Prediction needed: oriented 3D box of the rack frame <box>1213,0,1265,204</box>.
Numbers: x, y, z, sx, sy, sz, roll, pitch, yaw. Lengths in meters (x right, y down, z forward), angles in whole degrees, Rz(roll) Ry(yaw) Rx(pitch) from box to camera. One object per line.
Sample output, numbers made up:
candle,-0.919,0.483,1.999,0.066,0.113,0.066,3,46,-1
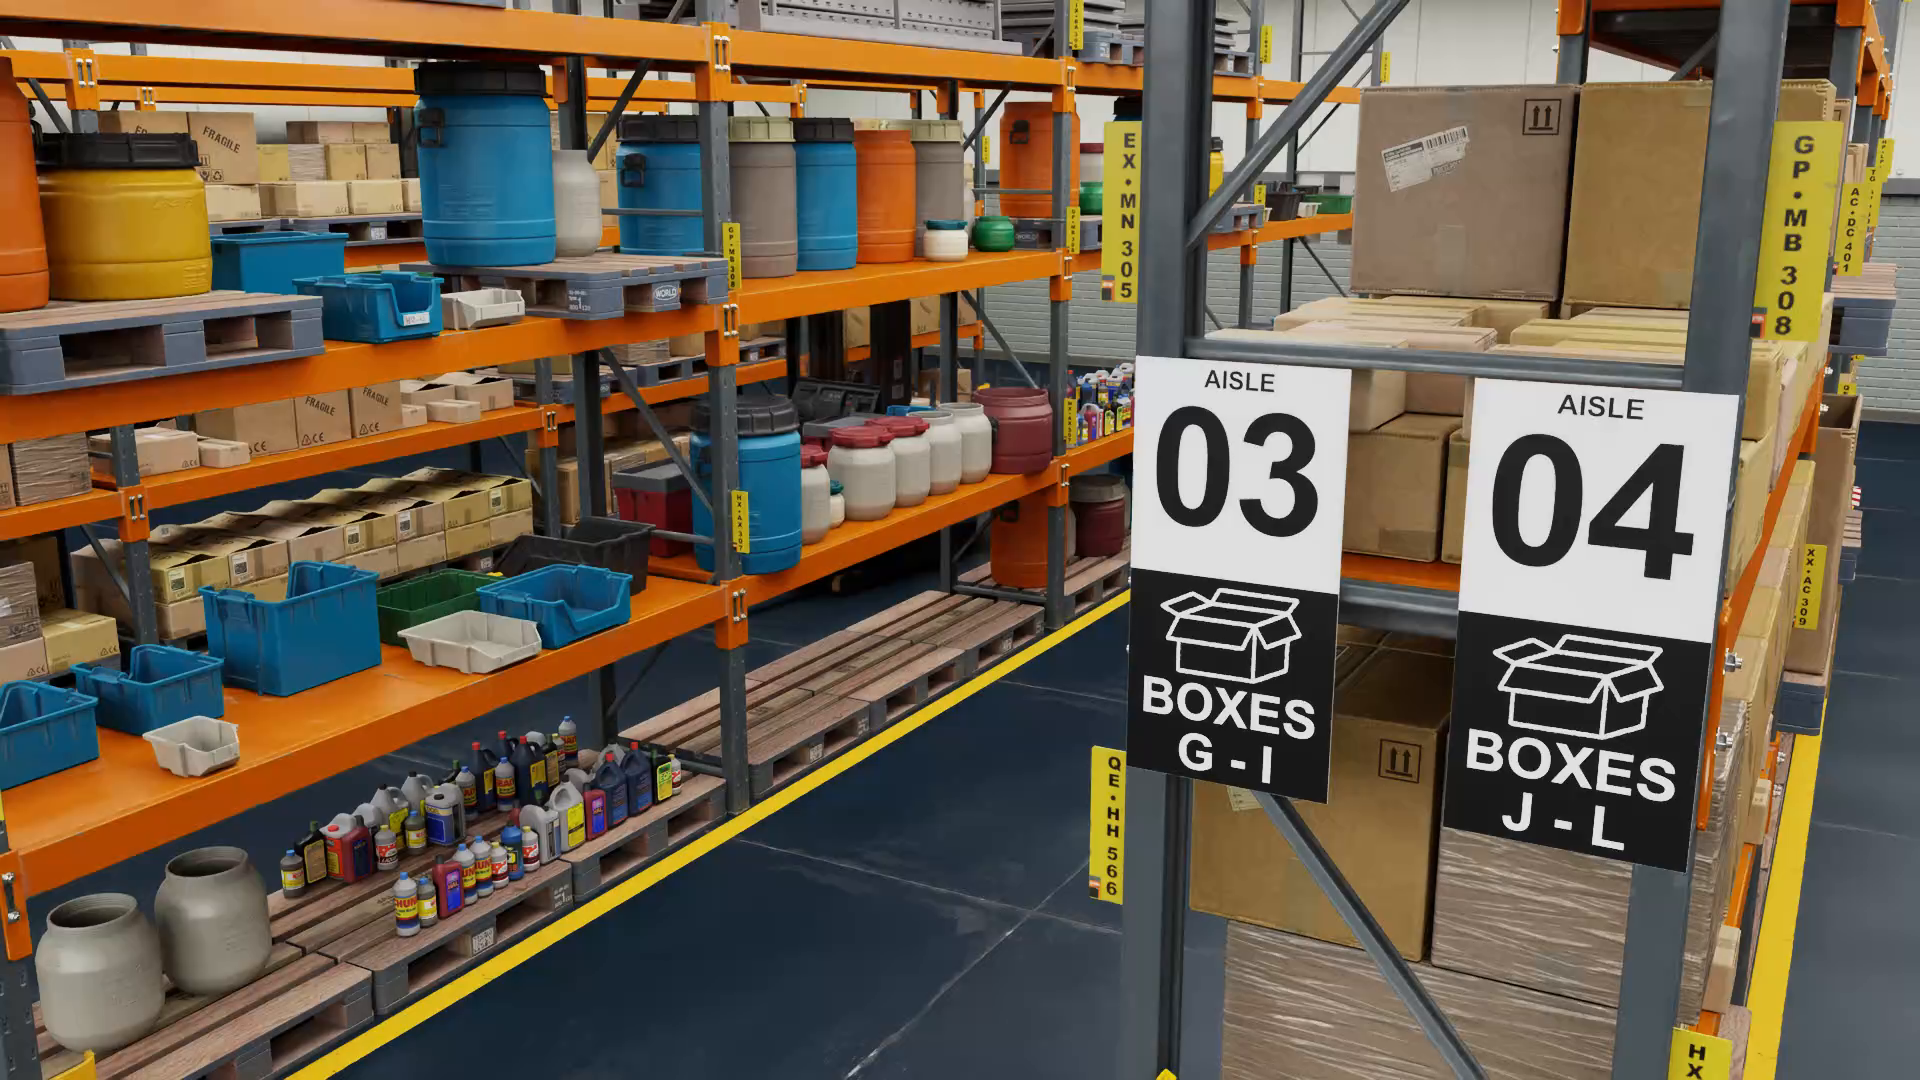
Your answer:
rack frame,2.249,-4.582,15.057,1.000,3.000,0.127,7,15,28

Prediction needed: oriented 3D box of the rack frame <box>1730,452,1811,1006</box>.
rack frame,2.717,0.537,6.624,1.000,3.000,0.127,7,15,28

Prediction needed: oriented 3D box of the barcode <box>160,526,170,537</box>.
barcode,-5.465,-0.057,11.433,0.001,0.075,0.075,7,15,28

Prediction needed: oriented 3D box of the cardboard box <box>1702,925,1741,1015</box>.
cardboard box,1.940,1.151,4.611,0.380,0.149,0.250,7,15,28

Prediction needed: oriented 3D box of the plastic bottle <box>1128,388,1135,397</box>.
plastic bottle,1.478,-1.122,13.767,0.152,0.276,0.135,7,15,28

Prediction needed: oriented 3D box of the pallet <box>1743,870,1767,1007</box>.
pallet,3.092,1.732,7.614,1.003,0.211,1.213,7,15,28

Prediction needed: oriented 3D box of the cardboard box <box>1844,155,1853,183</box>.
cardboard box,3.486,-1.455,7.367,0.797,0.503,0.637,8,16,30

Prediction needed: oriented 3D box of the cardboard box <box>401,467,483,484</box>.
cardboard box,-4.529,-0.473,14.587,0.500,0.311,0.500,8,16,30

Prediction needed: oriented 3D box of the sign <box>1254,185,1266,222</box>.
sign,2.730,-3.066,15.147,0.100,0.325,0.005,7,15,28

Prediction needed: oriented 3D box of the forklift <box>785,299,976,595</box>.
forklift,-1.166,-1.110,13.602,1.130,2.935,3.031,11,17,37

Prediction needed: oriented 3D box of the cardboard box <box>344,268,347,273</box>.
cardboard box,-7.173,-2.918,18.463,0.500,0.250,0.500,7,15,27

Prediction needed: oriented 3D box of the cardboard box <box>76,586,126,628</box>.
cardboard box,-6.006,0.428,12.045,0.500,0.250,0.500,7,15,27

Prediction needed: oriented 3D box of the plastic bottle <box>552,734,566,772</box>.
plastic bottle,-2.205,1.158,9.077,0.097,0.201,0.097,0,14,0

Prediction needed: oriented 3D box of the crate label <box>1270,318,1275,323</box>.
crate label,3.775,-2.421,19.121,0.416,0.233,0.303,7,15,28

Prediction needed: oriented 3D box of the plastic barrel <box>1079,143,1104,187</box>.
plastic barrel,1.040,-2.955,13.519,0.433,0.535,0.433,0,14,0

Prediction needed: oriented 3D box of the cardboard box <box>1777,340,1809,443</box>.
cardboard box,1.977,-0.413,4.482,0.500,0.250,0.500,8,16,30

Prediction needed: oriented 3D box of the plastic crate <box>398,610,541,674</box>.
plastic crate,-2.182,0.465,7.482,0.530,0.136,0.437,7,15,28

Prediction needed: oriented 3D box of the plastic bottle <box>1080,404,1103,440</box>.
plastic bottle,1.031,-0.932,12.981,0.152,0.276,0.135,7,15,28

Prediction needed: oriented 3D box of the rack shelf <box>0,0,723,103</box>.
rack shelf,-2.585,-1.987,6.678,1.077,0.370,4.000,7,15,28

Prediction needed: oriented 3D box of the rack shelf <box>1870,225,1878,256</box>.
rack shelf,7.552,-2.624,14.867,1.077,0.370,4.000,7,15,28

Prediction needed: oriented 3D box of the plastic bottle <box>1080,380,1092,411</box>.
plastic bottle,1.084,-1.237,14.256,0.097,0.271,0.097,0,14,0

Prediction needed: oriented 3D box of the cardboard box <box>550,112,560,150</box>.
cardboard box,-3.803,-3.489,14.575,0.500,0.500,0.500,7,15,28

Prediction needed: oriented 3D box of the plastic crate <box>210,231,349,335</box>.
plastic crate,-2.894,-1.080,6.963,0.392,0.384,0.575,7,15,28

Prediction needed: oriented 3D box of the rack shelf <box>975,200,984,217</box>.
rack shelf,-1.118,-3.747,19.526,1.077,0.370,4.000,7,15,28

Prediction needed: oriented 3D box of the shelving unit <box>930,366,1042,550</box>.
shelving unit,0.244,-0.769,15.241,0.538,1.500,1.048,10,17,35

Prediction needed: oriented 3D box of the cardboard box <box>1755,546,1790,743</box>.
cardboard box,2.013,0.288,4.673,0.500,0.500,0.500,7,15,28

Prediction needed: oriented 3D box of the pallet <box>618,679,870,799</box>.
pallet,-1.273,1.165,9.965,1.003,0.211,1.213,7,15,28

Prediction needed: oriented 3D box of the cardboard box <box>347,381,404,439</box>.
cardboard box,-4.816,-1.110,13.240,0.500,0.500,0.500,6,15,25

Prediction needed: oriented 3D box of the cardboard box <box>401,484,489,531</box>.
cardboard box,-4.302,-0.305,13.888,0.500,0.311,0.500,7,15,27

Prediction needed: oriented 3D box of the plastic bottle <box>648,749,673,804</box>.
plastic bottle,-1.562,1.218,8.654,0.061,0.283,0.133,8,16,31

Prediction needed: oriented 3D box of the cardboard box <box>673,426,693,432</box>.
cardboard box,-2.562,-0.890,16.935,0.500,0.500,0.500,8,16,29

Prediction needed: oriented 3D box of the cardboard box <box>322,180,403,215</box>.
cardboard box,-4.713,-2.672,12.955,0.500,0.250,0.500,7,15,27

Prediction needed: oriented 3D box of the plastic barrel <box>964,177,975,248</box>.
plastic barrel,-0.103,-2.329,11.871,0.421,0.512,0.421,0,14,0

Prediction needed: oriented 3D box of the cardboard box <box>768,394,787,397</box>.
cardboard box,-2.058,-1.376,18.951,0.500,0.500,0.500,7,15,28

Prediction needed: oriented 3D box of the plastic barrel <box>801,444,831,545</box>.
plastic barrel,-0.964,-0.262,9.647,0.433,0.535,0.433,0,14,0

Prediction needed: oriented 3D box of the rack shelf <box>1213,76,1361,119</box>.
rack shelf,3.216,-4.449,16.890,1.077,0.370,4.000,7,15,28

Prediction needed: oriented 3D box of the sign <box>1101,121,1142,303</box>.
sign,0.308,-0.598,3.043,0.100,0.325,0.005,7,15,28

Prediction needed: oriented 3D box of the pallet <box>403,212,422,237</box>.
pallet,-4.269,-2.624,13.738,1.213,0.211,1.003,8,16,31

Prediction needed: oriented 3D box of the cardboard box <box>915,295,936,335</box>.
cardboard box,-0.624,-2.766,20.109,0.500,0.500,0.500,8,15,28

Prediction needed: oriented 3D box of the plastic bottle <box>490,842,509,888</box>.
plastic bottle,-2.141,1.495,7.682,0.097,0.201,0.097,0,14,0

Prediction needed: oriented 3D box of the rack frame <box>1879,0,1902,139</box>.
rack frame,8.518,-4.842,16.133,1.000,3.000,0.127,7,15,28

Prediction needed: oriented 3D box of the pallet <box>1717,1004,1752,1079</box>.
pallet,2.424,2.034,6.363,1.003,0.211,1.213,7,15,28

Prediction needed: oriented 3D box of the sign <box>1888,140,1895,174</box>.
sign,8.987,-3.711,16.124,0.100,0.325,0.005,7,15,28

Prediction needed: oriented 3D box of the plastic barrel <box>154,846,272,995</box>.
plastic barrel,-3.059,1.555,6.813,0.421,0.512,0.421,0,14,0

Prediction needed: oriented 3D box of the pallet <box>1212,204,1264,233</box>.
pallet,1.956,-2.860,14.718,1.213,0.211,1.003,7,15,28

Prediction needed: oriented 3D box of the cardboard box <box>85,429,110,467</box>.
cardboard box,-8.660,-0.813,16.616,0.700,0.500,0.500,8,16,29

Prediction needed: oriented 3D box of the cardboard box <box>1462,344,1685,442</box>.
cardboard box,1.119,-0.252,2.965,0.380,0.149,0.250,7,15,28

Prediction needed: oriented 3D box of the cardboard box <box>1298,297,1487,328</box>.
cardboard box,1.010,-0.477,3.898,0.380,0.149,0.250,7,15,28

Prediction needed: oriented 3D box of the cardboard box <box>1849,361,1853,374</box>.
cardboard box,7.040,-1.610,13.615,0.500,0.500,0.500,7,15,28

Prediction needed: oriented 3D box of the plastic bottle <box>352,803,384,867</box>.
plastic bottle,-2.835,1.403,7.904,0.152,0.276,0.135,7,15,26

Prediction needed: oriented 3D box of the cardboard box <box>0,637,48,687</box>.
cardboard box,-6.236,0.767,10.638,0.500,0.250,0.500,7,15,28

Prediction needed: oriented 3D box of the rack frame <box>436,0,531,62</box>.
rack frame,-4.019,-4.324,13.984,1.000,3.000,0.127,7,15,28

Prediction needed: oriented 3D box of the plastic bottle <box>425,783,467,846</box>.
plastic bottle,-2.527,1.342,8.157,0.152,0.276,0.135,7,15,28

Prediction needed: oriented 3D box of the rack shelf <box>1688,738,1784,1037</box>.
rack shelf,1.751,1.297,5.007,1.077,0.370,4.000,7,15,28

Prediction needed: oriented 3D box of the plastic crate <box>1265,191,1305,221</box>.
plastic crate,3.089,-3.284,16.352,0.497,0.269,0.590,7,15,28
